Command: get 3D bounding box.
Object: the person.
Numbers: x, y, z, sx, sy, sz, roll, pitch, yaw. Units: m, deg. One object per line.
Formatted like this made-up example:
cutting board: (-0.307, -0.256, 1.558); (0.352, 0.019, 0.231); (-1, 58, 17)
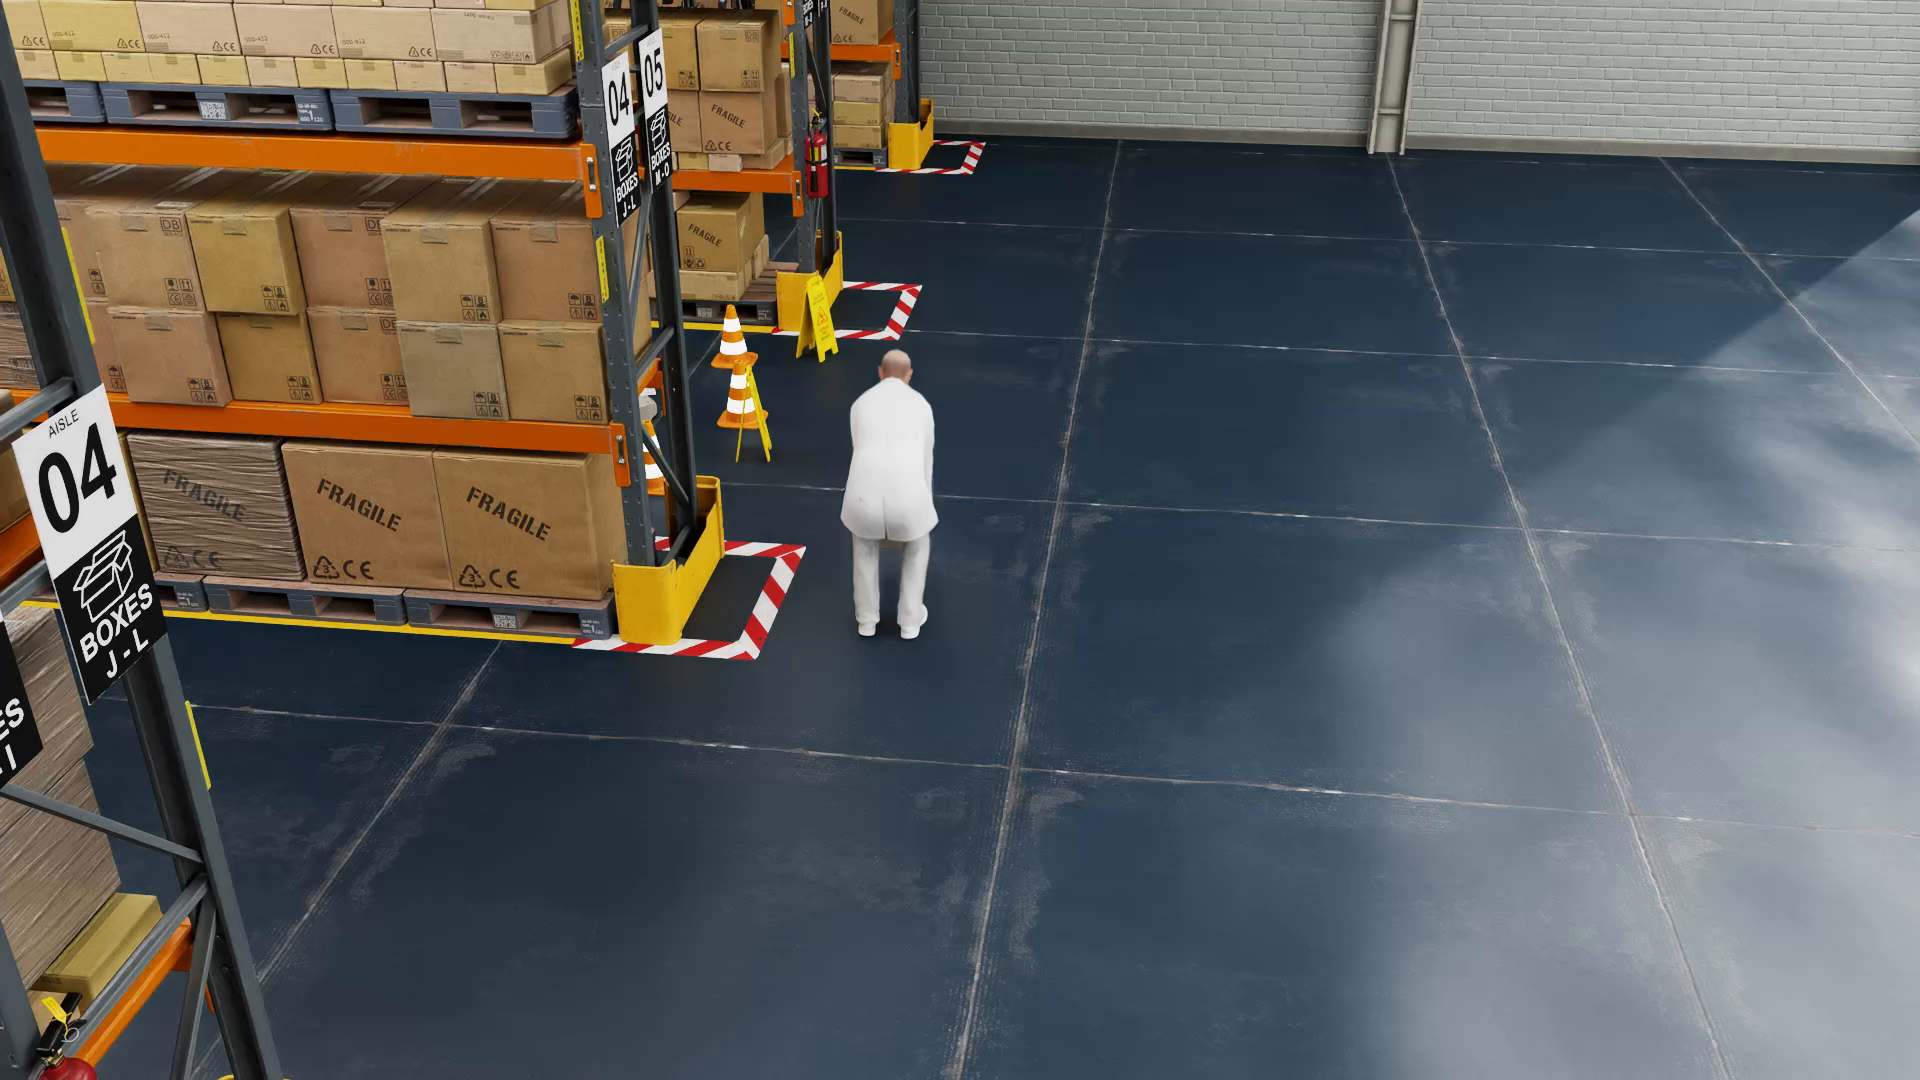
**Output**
person: (-0.377, -0.256, 9.425); (0.549, 1.496, 0.816); (3, 28, 5)
